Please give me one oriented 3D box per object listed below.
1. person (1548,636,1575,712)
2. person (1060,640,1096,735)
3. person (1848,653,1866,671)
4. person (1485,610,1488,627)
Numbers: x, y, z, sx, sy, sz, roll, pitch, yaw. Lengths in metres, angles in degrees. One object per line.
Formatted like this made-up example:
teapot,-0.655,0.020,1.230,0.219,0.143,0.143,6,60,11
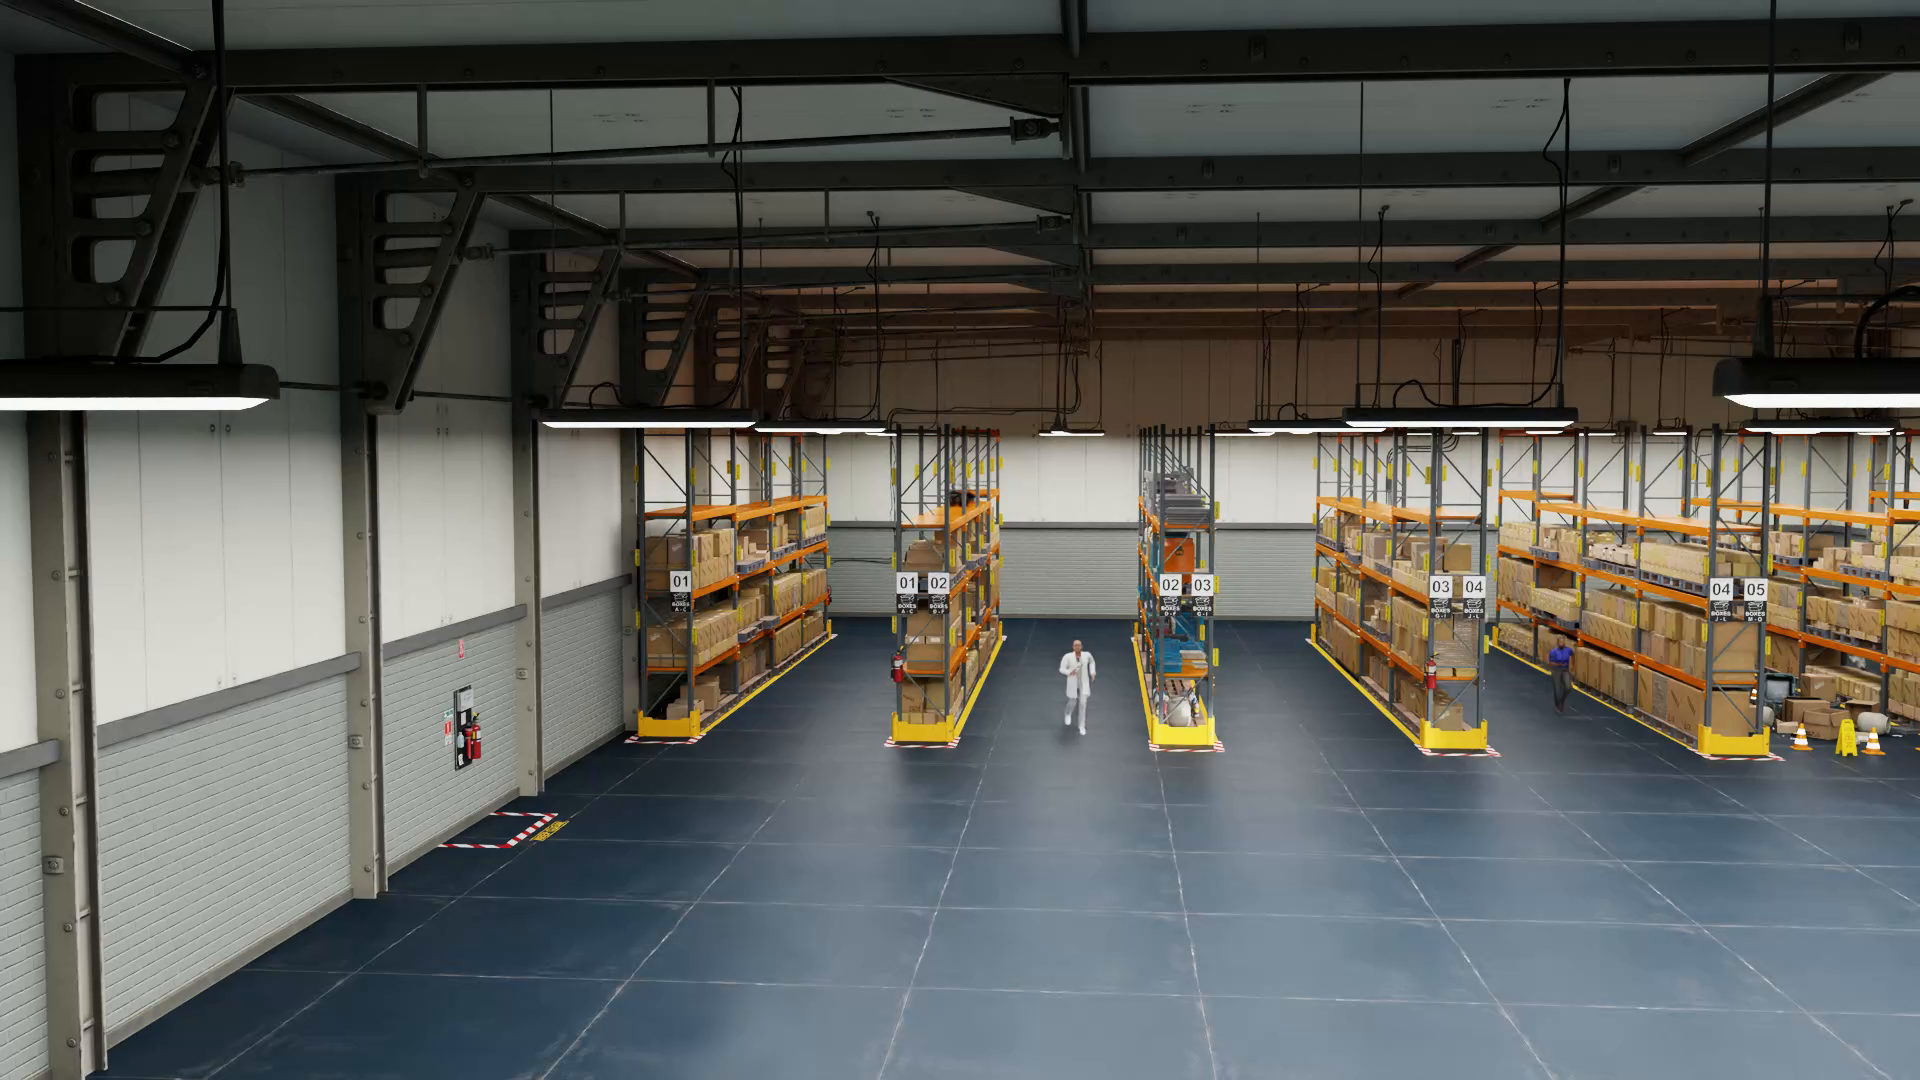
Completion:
person,12.509,2.797,34.534,0.610,1.604,0.754,0,3,3
person,2.299,2.848,32.585,0.718,1.799,1.059,0,3,-3
person,21.403,2.447,39.534,0.654,1.744,0.532,0,3,5
person,13.509,2.259,43.544,0.663,1.663,0.554,0,3,2
